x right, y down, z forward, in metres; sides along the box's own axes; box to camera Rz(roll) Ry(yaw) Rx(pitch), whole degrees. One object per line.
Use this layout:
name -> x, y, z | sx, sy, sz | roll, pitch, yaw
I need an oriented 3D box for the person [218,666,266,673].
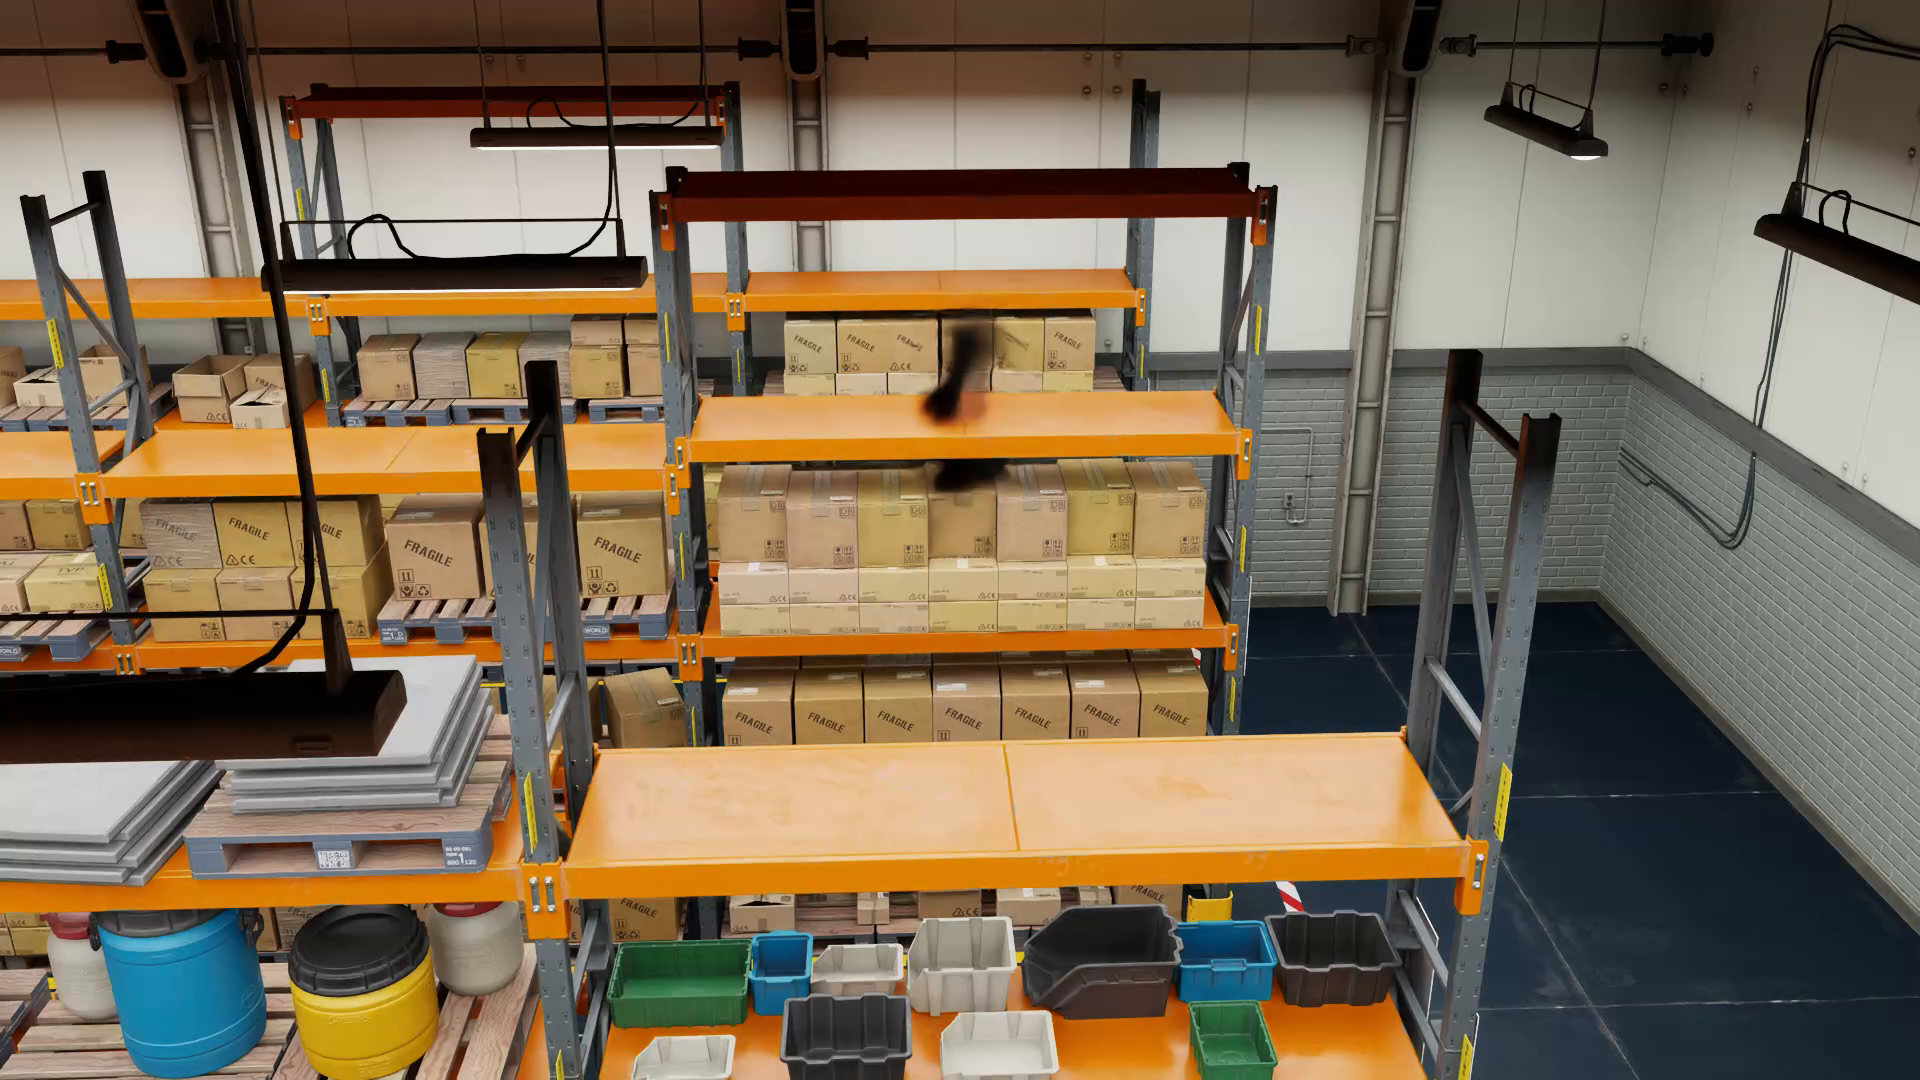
person -> -6.718, 1.273, 15.764 | 0.572, 1.715, 0.661 | -10, 24, -22
